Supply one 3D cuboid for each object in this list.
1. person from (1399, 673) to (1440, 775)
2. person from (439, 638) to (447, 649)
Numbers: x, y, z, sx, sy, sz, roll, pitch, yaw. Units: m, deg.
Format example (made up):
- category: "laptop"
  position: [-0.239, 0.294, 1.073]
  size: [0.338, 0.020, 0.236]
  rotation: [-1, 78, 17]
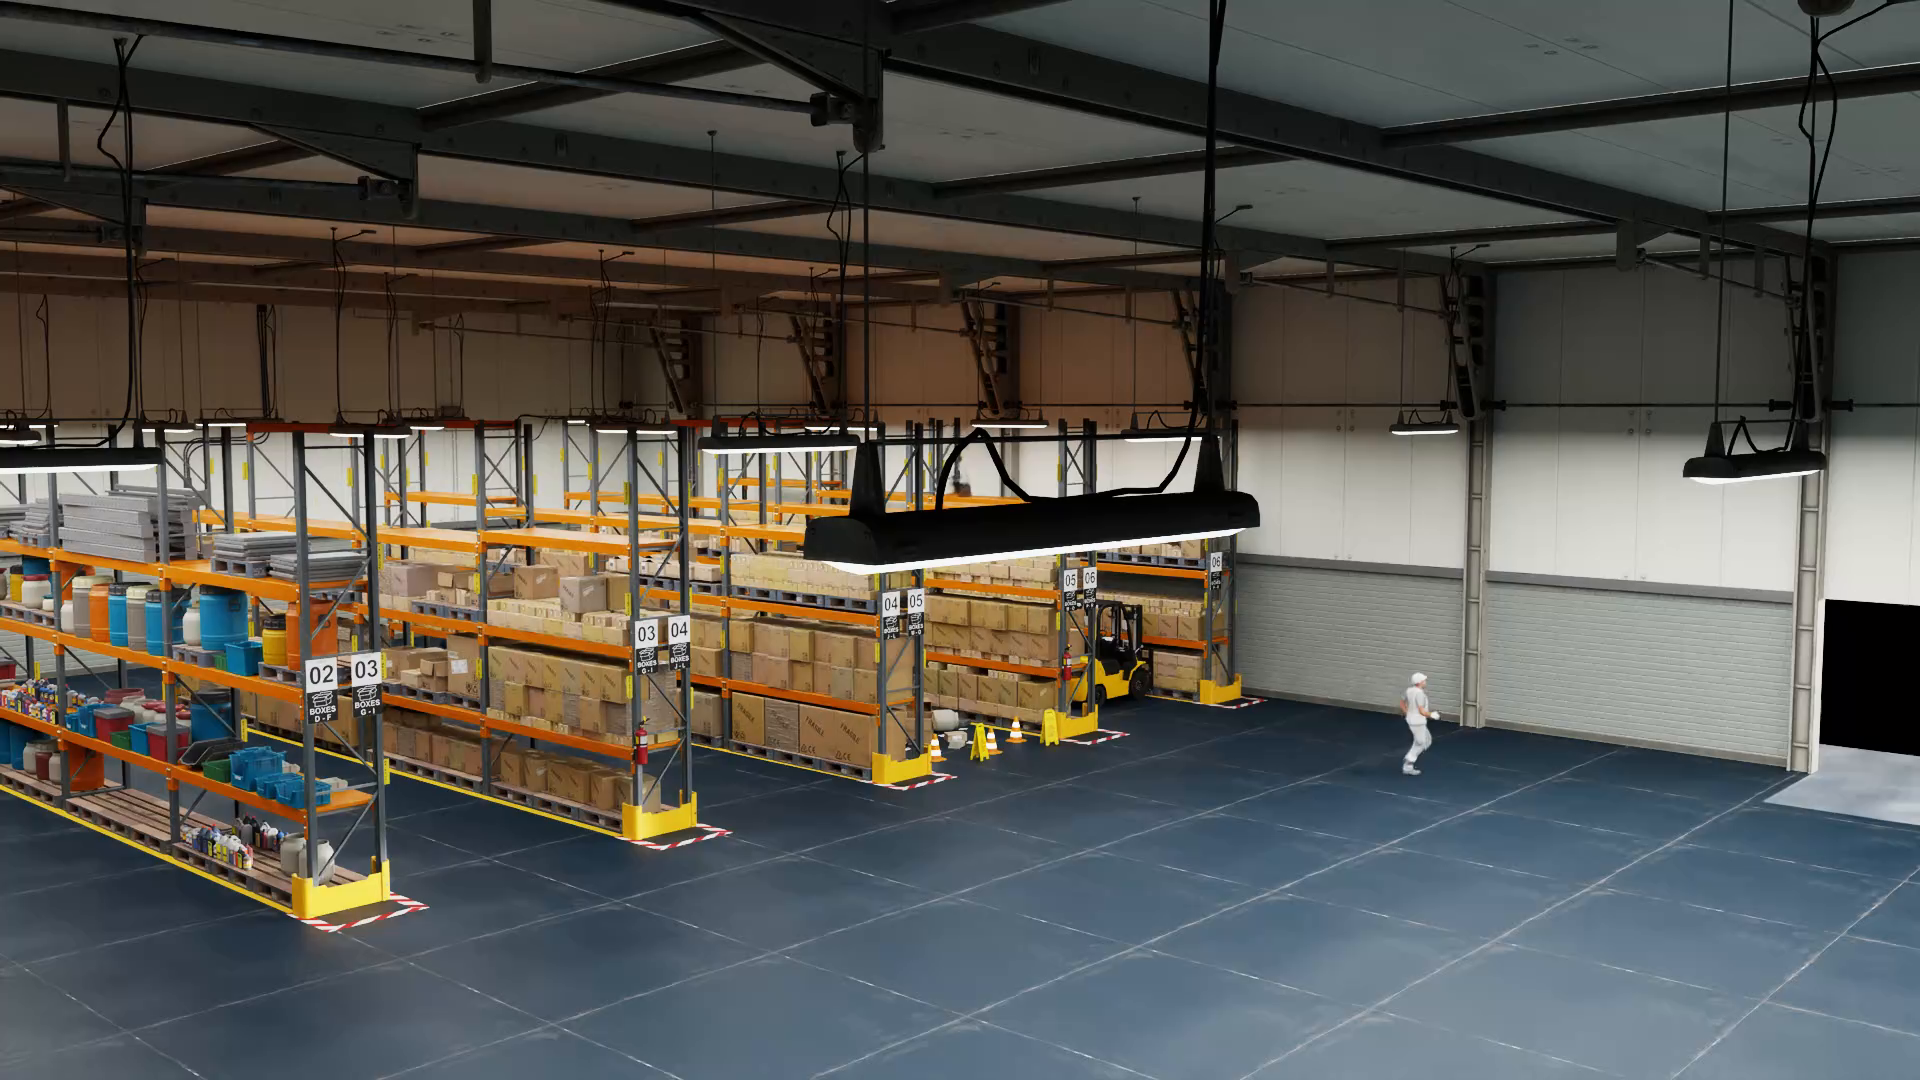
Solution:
- category: "person"
  position: [7.860, 3.130, 28.364]
  size: [0.590, 1.744, 0.663]
  rotation: [0, 5, 1]
- category: "person"
  position: [-12.404, 2.402, 40.173]
  size: [0.560, 1.292, 0.609]
  rotation: [2, 5, 19]
